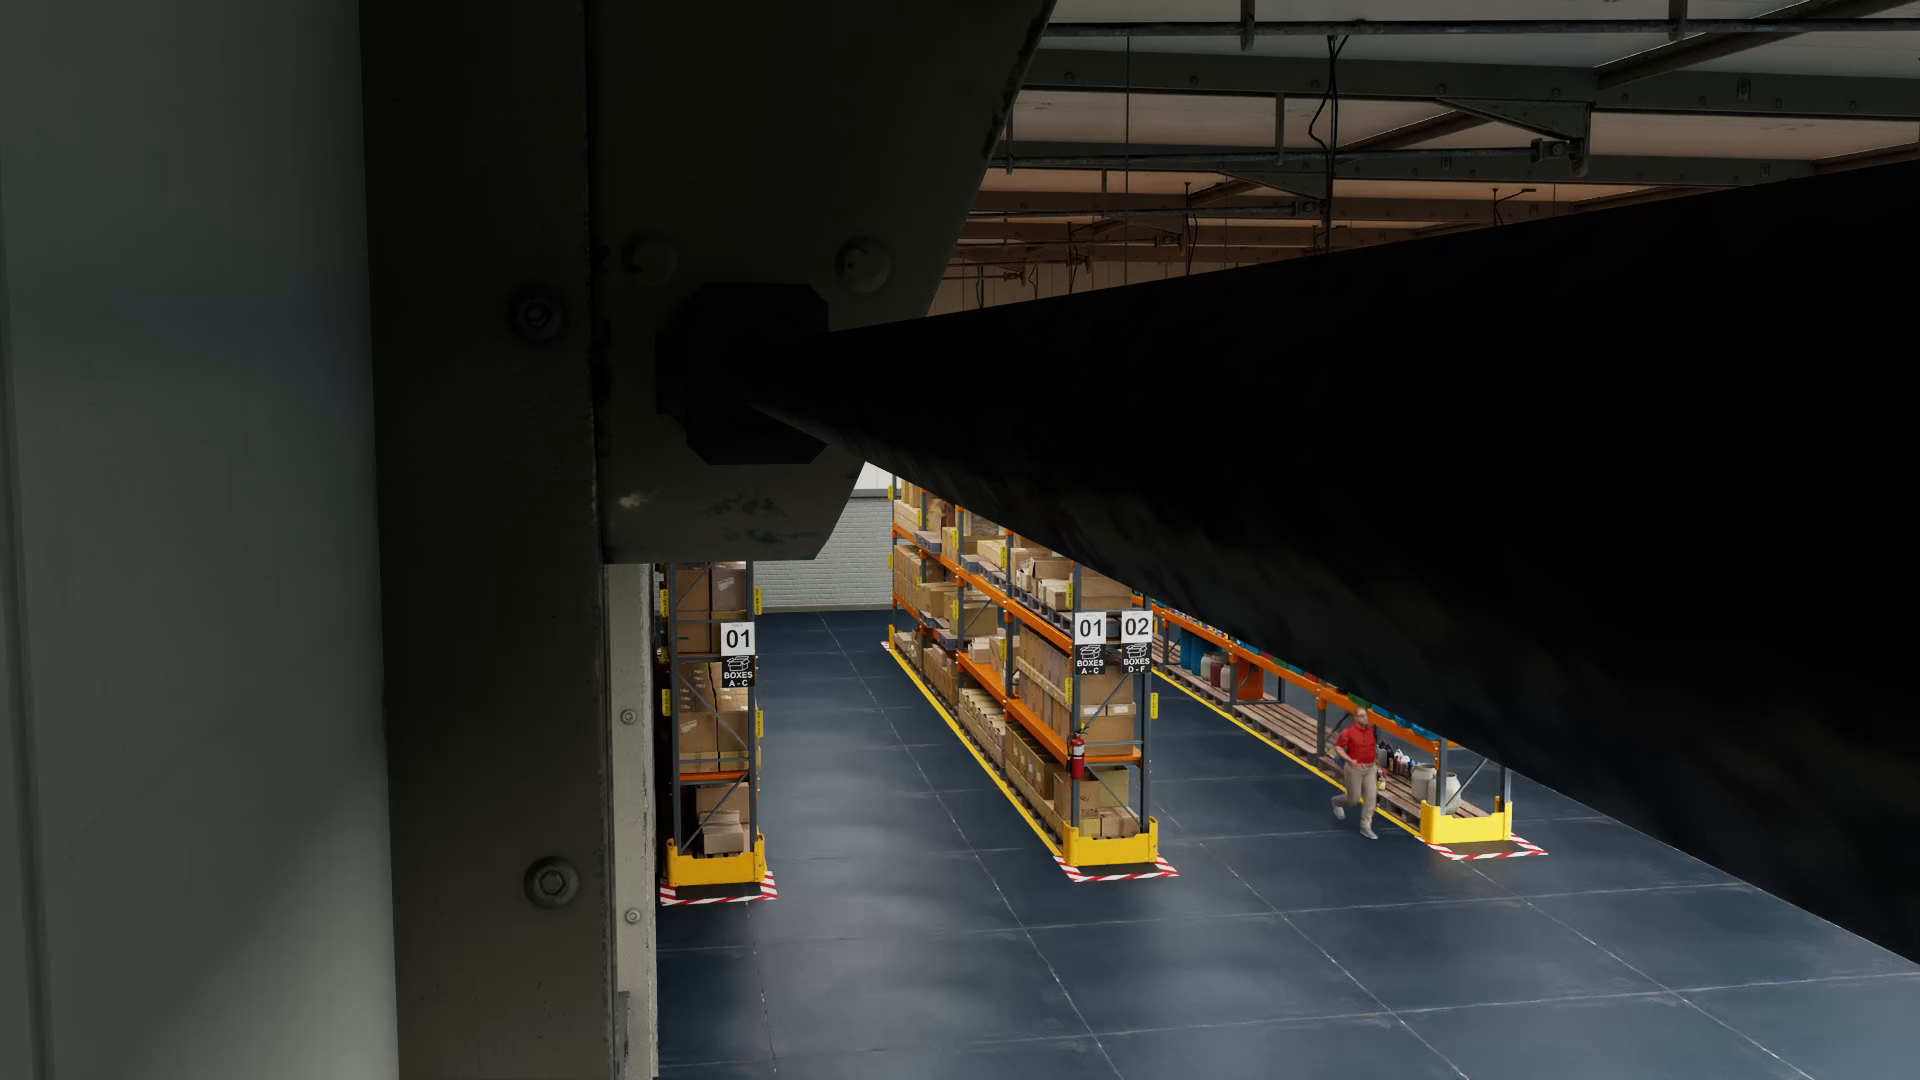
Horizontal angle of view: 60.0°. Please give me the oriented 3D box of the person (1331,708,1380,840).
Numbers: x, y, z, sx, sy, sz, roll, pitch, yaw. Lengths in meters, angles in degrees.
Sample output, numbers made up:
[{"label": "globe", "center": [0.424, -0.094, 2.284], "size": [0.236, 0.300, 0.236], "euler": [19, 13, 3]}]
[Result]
[{"label": "person", "center": [5.337, 3.089, 22.303], "size": [0.664, 1.714, 0.863], "euler": [-2, 7, -20]}]
